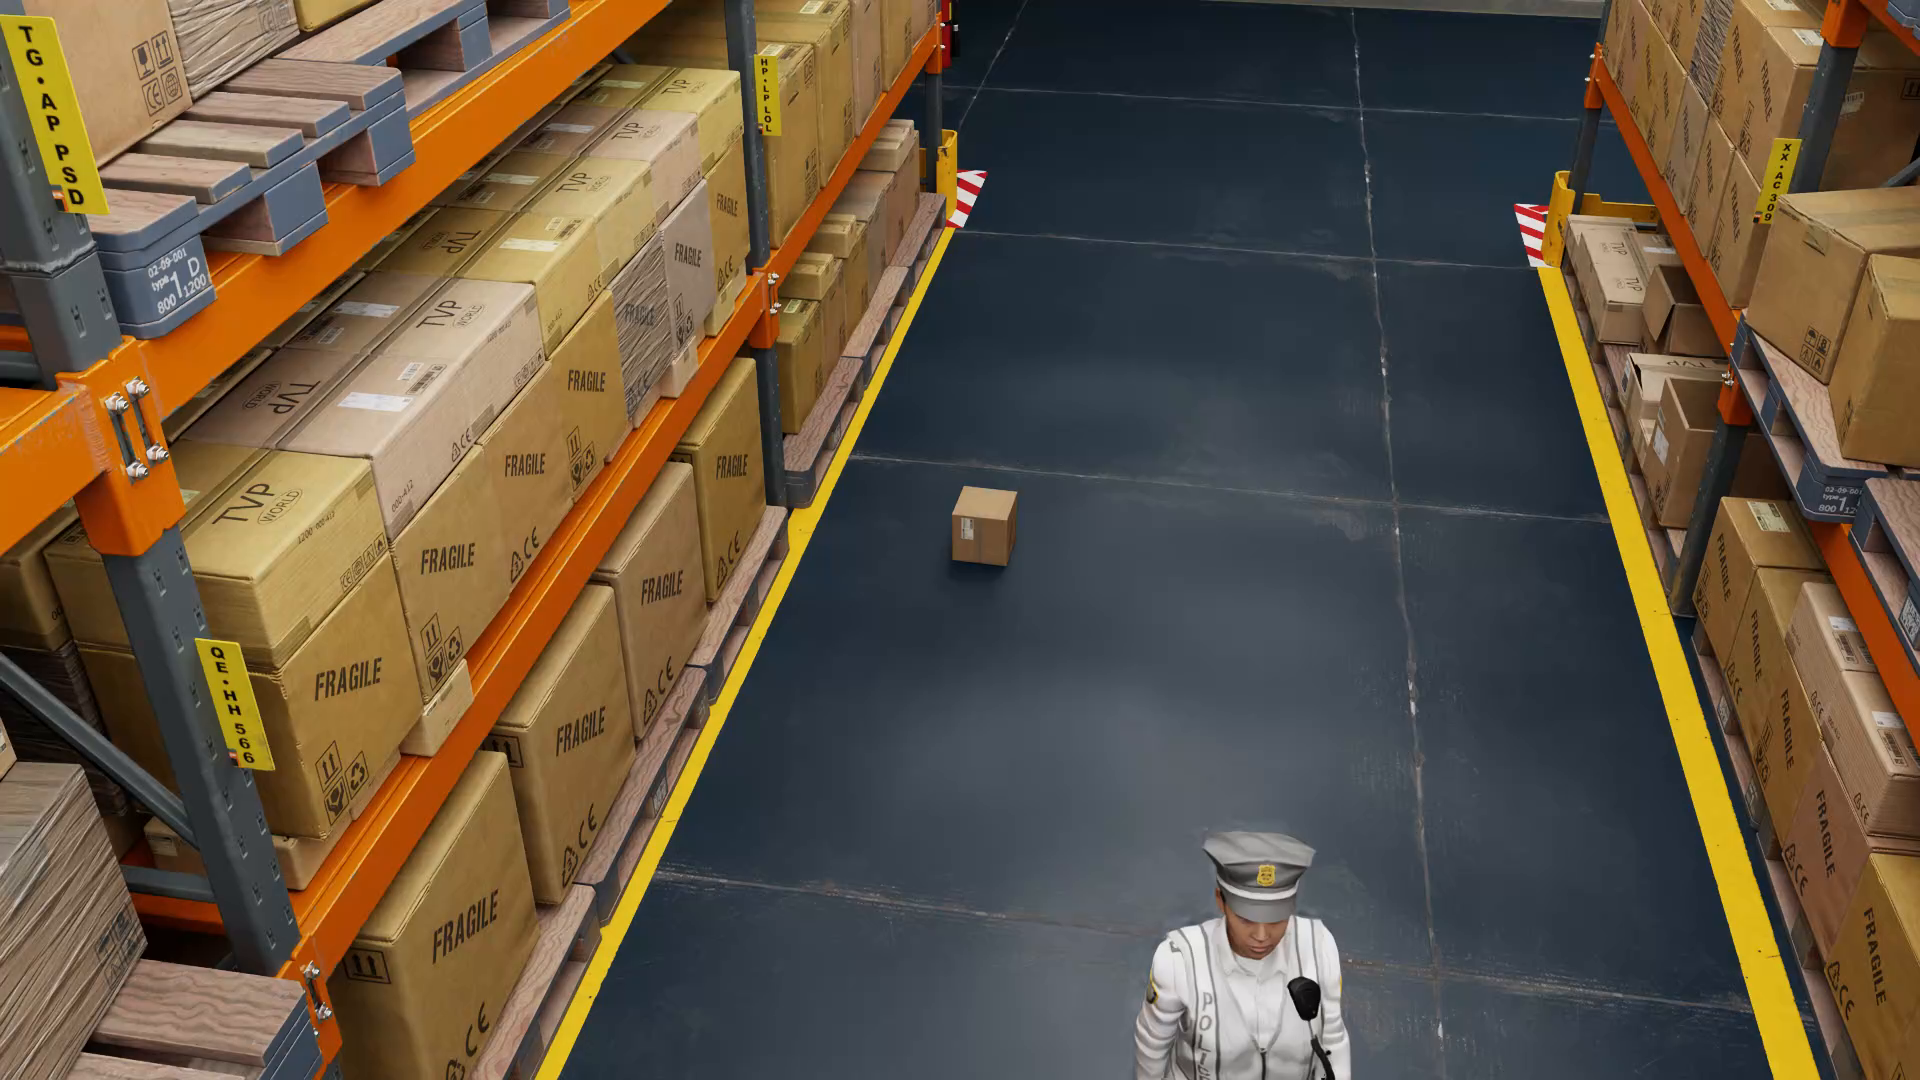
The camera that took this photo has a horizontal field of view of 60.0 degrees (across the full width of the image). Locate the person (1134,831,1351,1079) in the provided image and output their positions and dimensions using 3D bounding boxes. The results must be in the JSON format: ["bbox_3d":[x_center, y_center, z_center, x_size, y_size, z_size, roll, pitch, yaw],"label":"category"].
[{"bbox_3d":[0.673,1.342,4.001,0.481,1.639,1.009,-7,33,-11],"label":"person"}]
